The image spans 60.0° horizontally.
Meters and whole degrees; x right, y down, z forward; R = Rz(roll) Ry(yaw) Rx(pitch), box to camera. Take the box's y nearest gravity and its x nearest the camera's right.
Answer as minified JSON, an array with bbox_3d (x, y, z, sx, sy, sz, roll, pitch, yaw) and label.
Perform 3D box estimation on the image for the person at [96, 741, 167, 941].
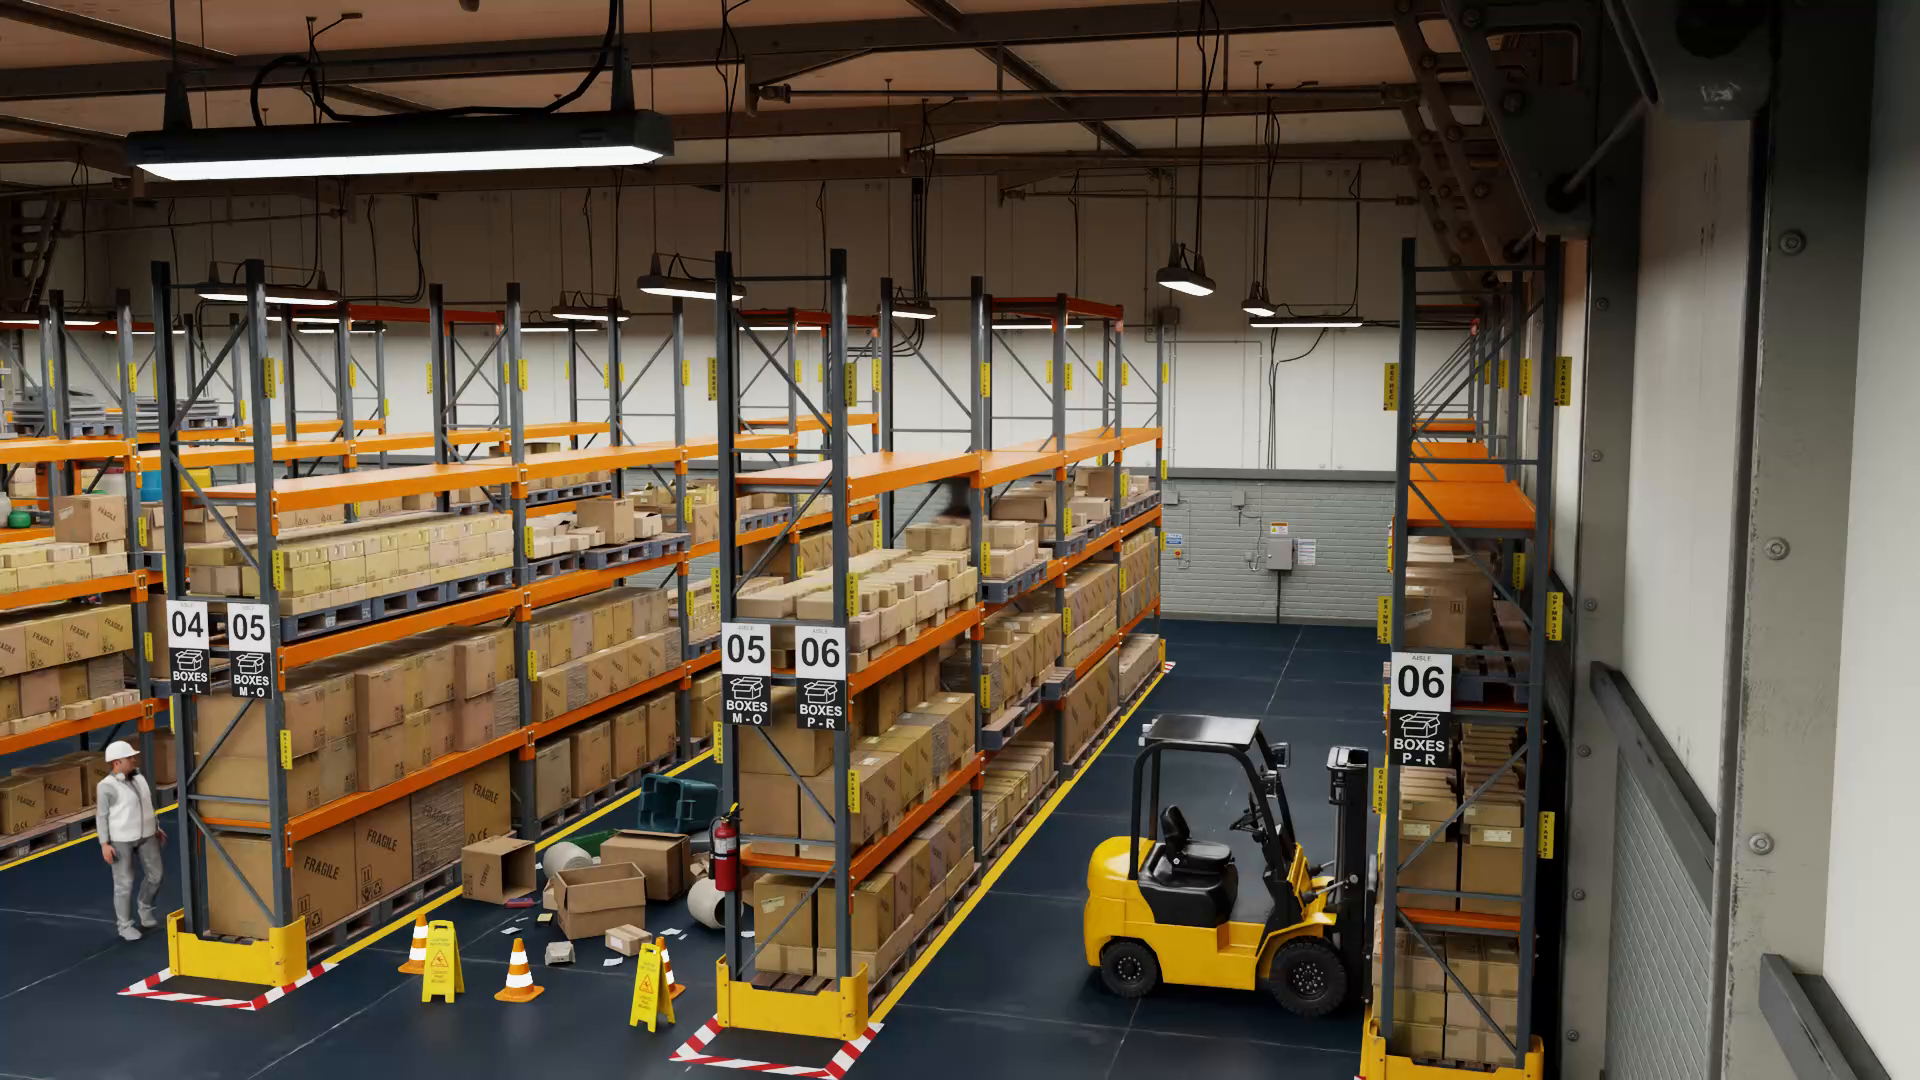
[{"bbox_3d":[-7.527,2.704,15.094,0.497,1.785,0.606,4,7,31],"label":"person"}]
